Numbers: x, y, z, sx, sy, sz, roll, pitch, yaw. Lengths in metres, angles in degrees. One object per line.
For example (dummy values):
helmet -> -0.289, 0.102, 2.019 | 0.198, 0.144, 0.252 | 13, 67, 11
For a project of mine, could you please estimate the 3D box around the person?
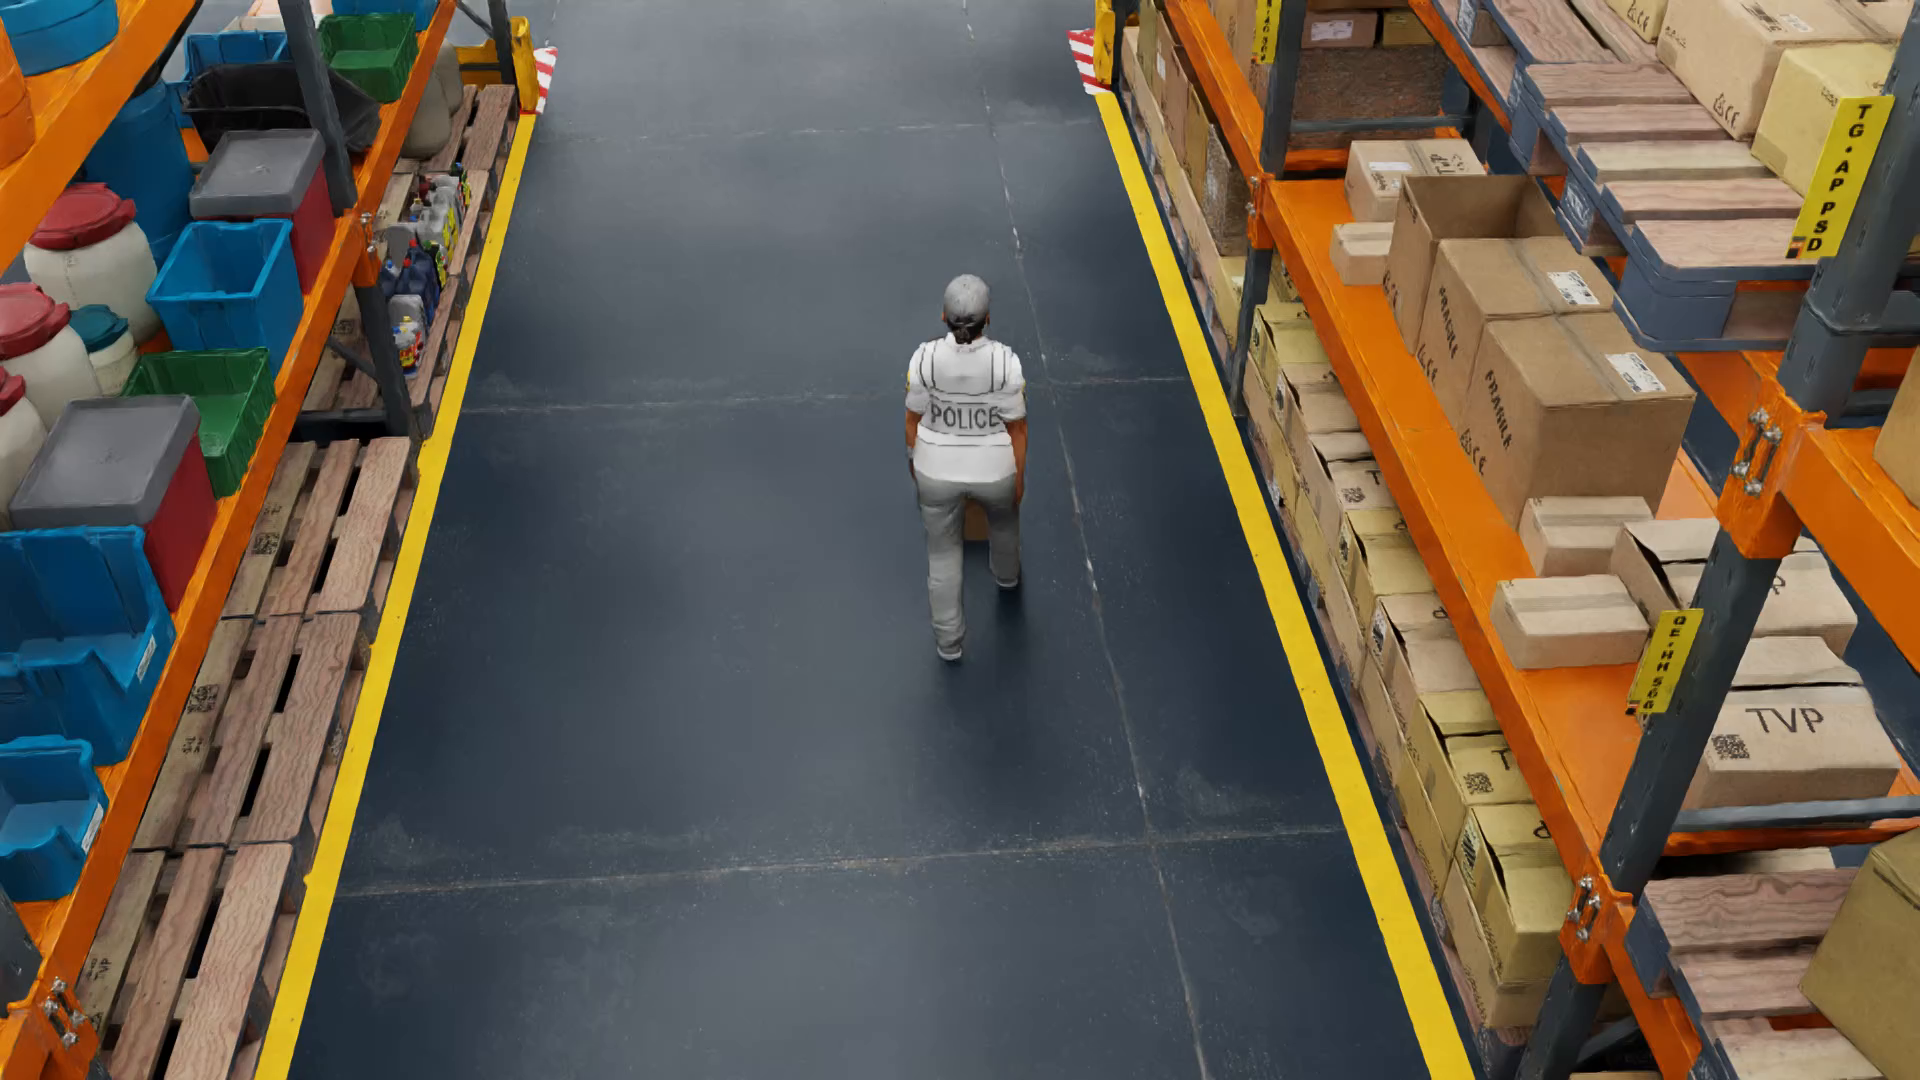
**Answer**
person -> 0.029, -0.365, 6.593 | 0.484, 1.651, 0.749 | 0, 39, 0
